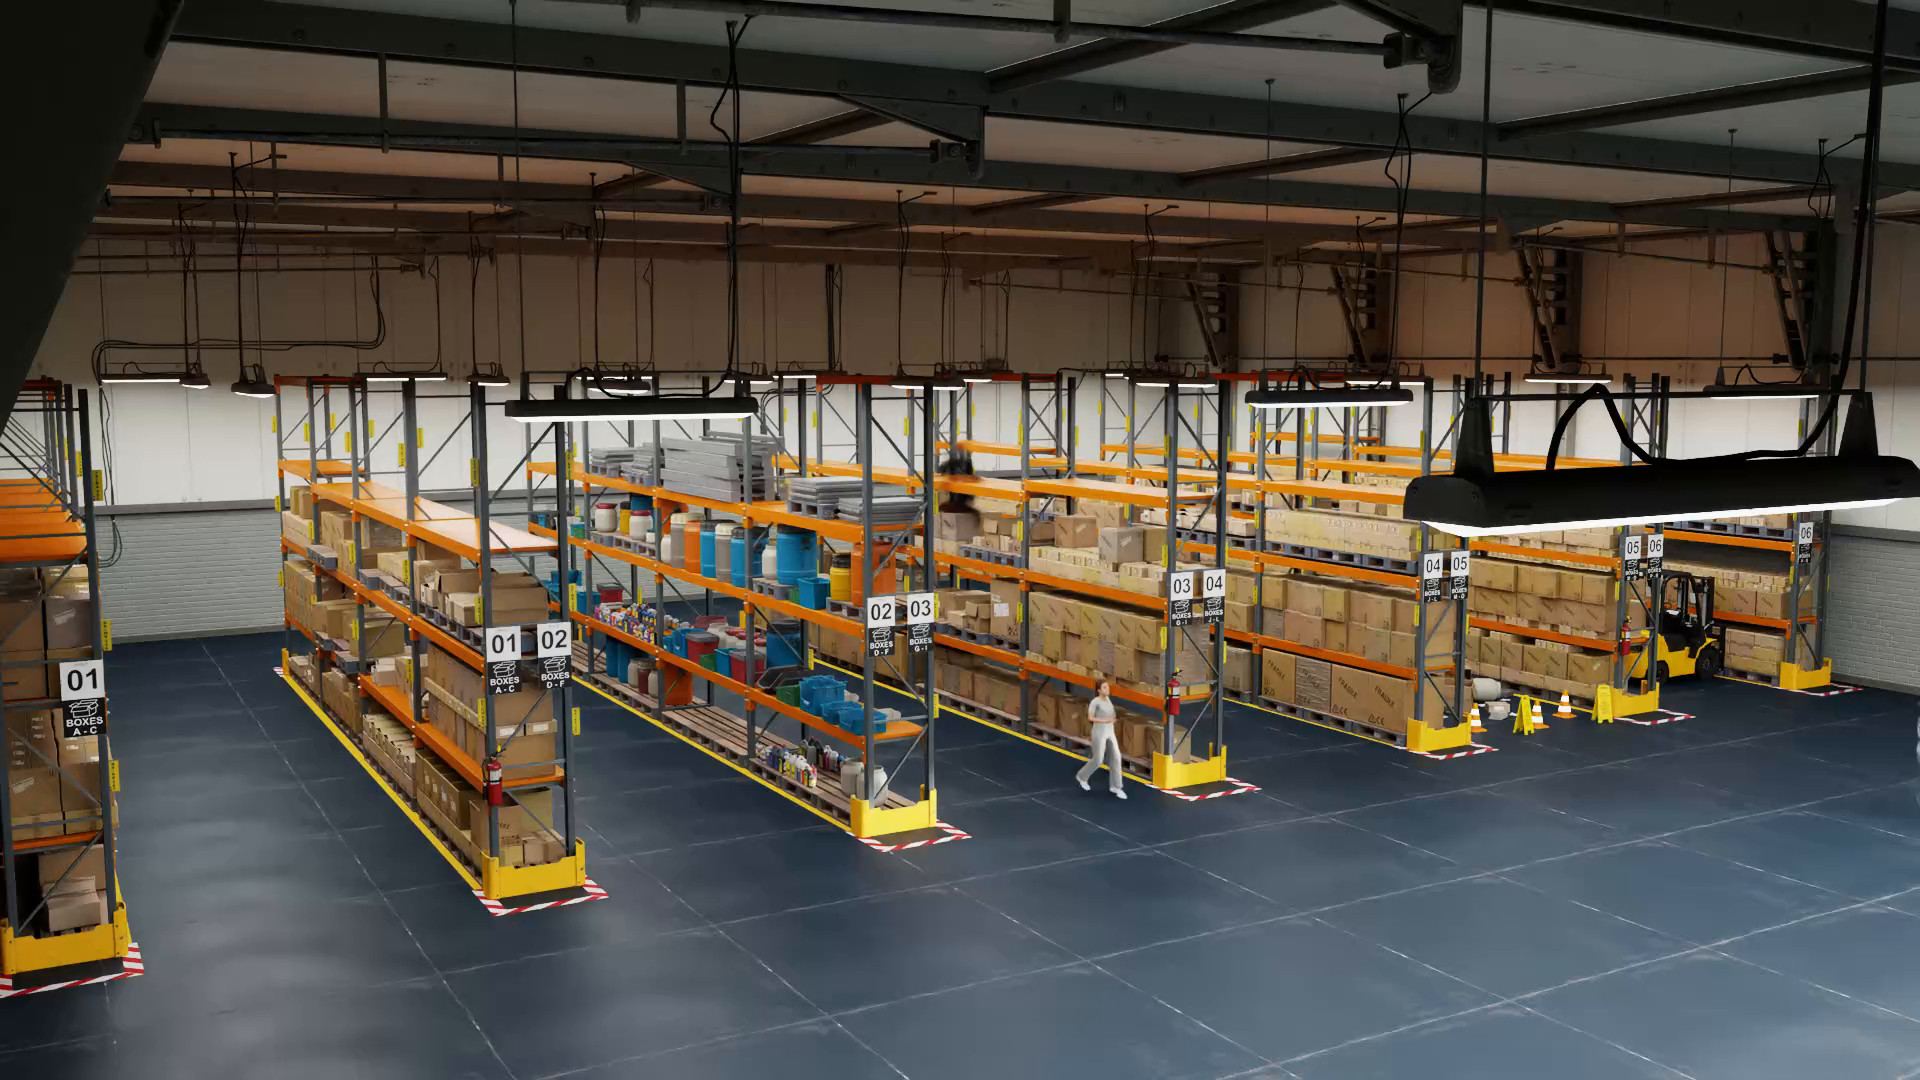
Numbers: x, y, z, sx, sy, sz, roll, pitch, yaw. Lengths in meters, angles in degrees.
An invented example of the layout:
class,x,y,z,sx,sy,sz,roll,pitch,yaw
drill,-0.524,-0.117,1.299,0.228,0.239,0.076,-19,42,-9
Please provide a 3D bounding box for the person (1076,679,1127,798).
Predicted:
class,x,y,z,sx,sy,sz,roll,pitch,yaw
person,2.047,2.862,24.114,0.822,1.706,0.572,6,9,44
